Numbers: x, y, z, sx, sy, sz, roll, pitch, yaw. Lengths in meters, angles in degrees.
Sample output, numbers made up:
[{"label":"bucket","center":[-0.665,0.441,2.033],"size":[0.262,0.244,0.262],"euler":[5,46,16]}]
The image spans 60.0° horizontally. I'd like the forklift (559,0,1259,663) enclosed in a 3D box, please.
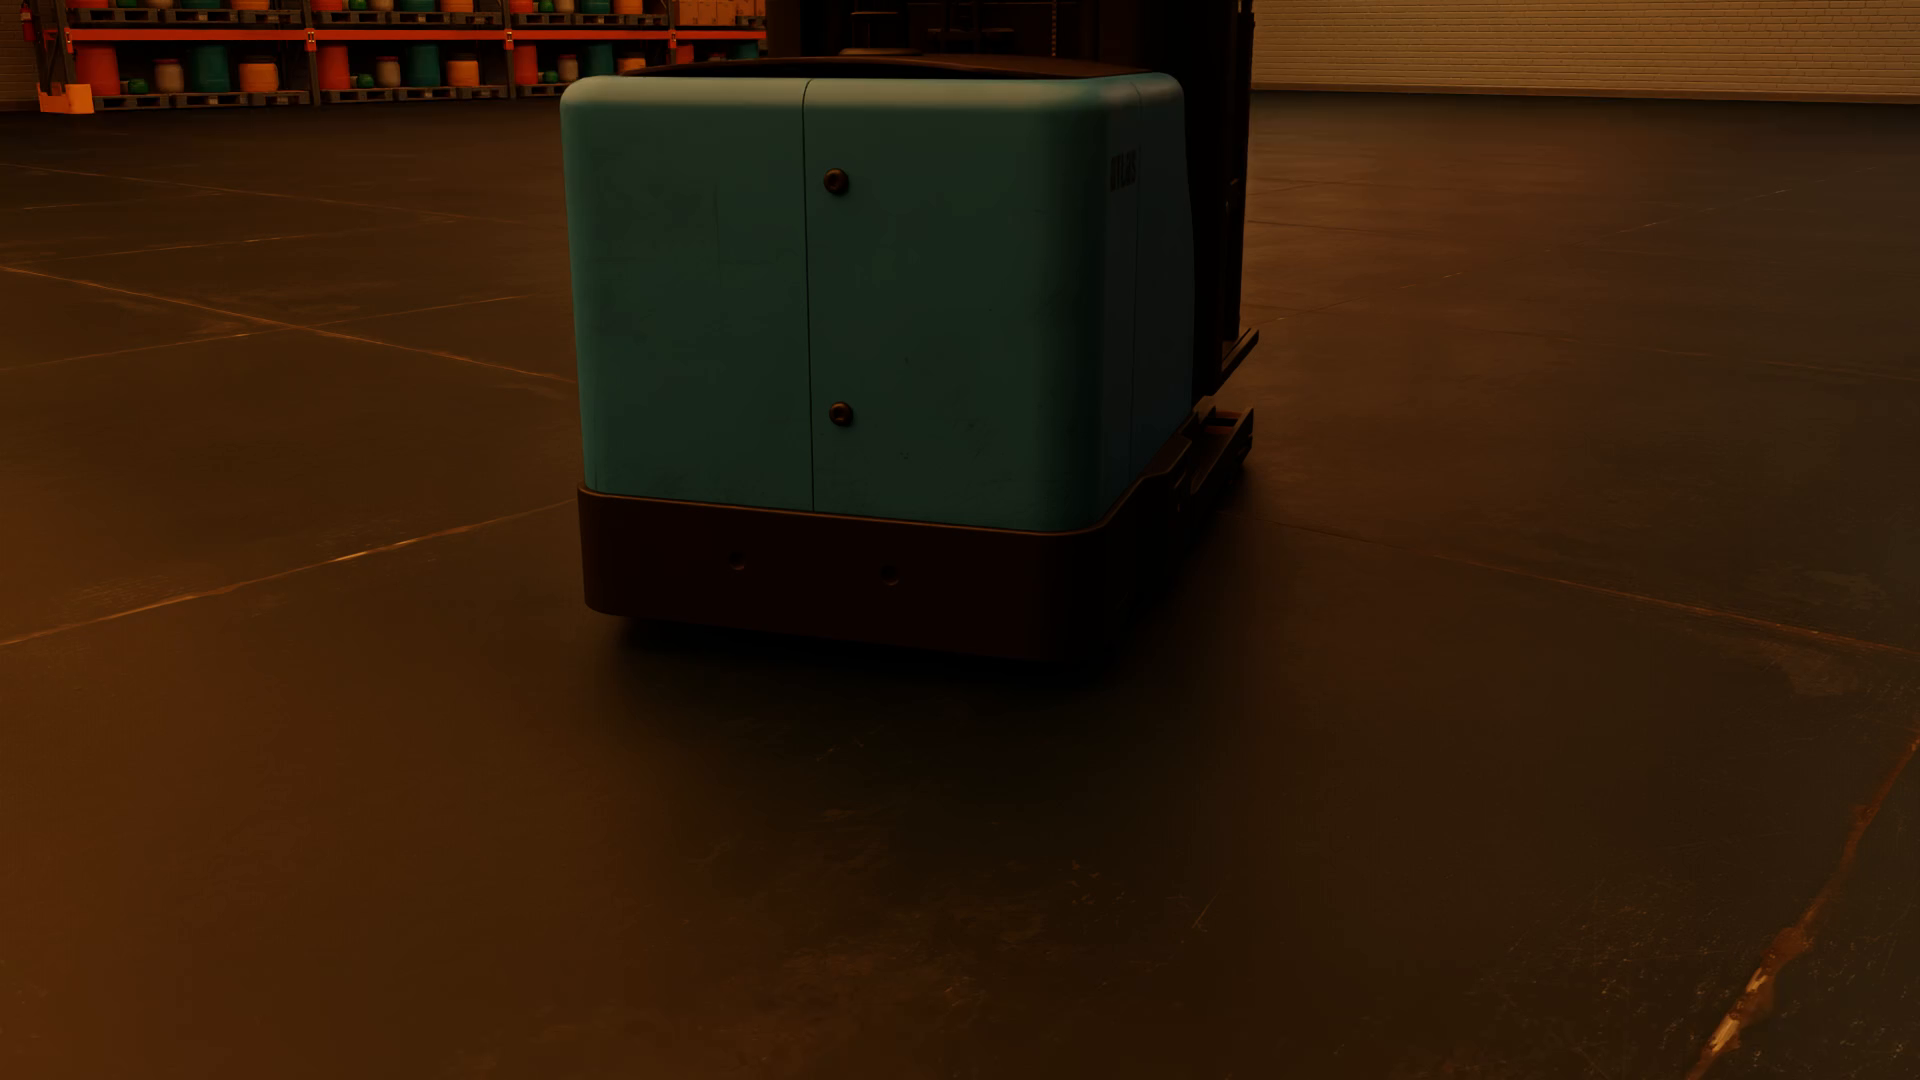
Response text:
[{"label":"forklift","center":[0.182,-1.571,4.072],"size":[1.130,2.935,3.031],"euler":[5,18,17]}]
